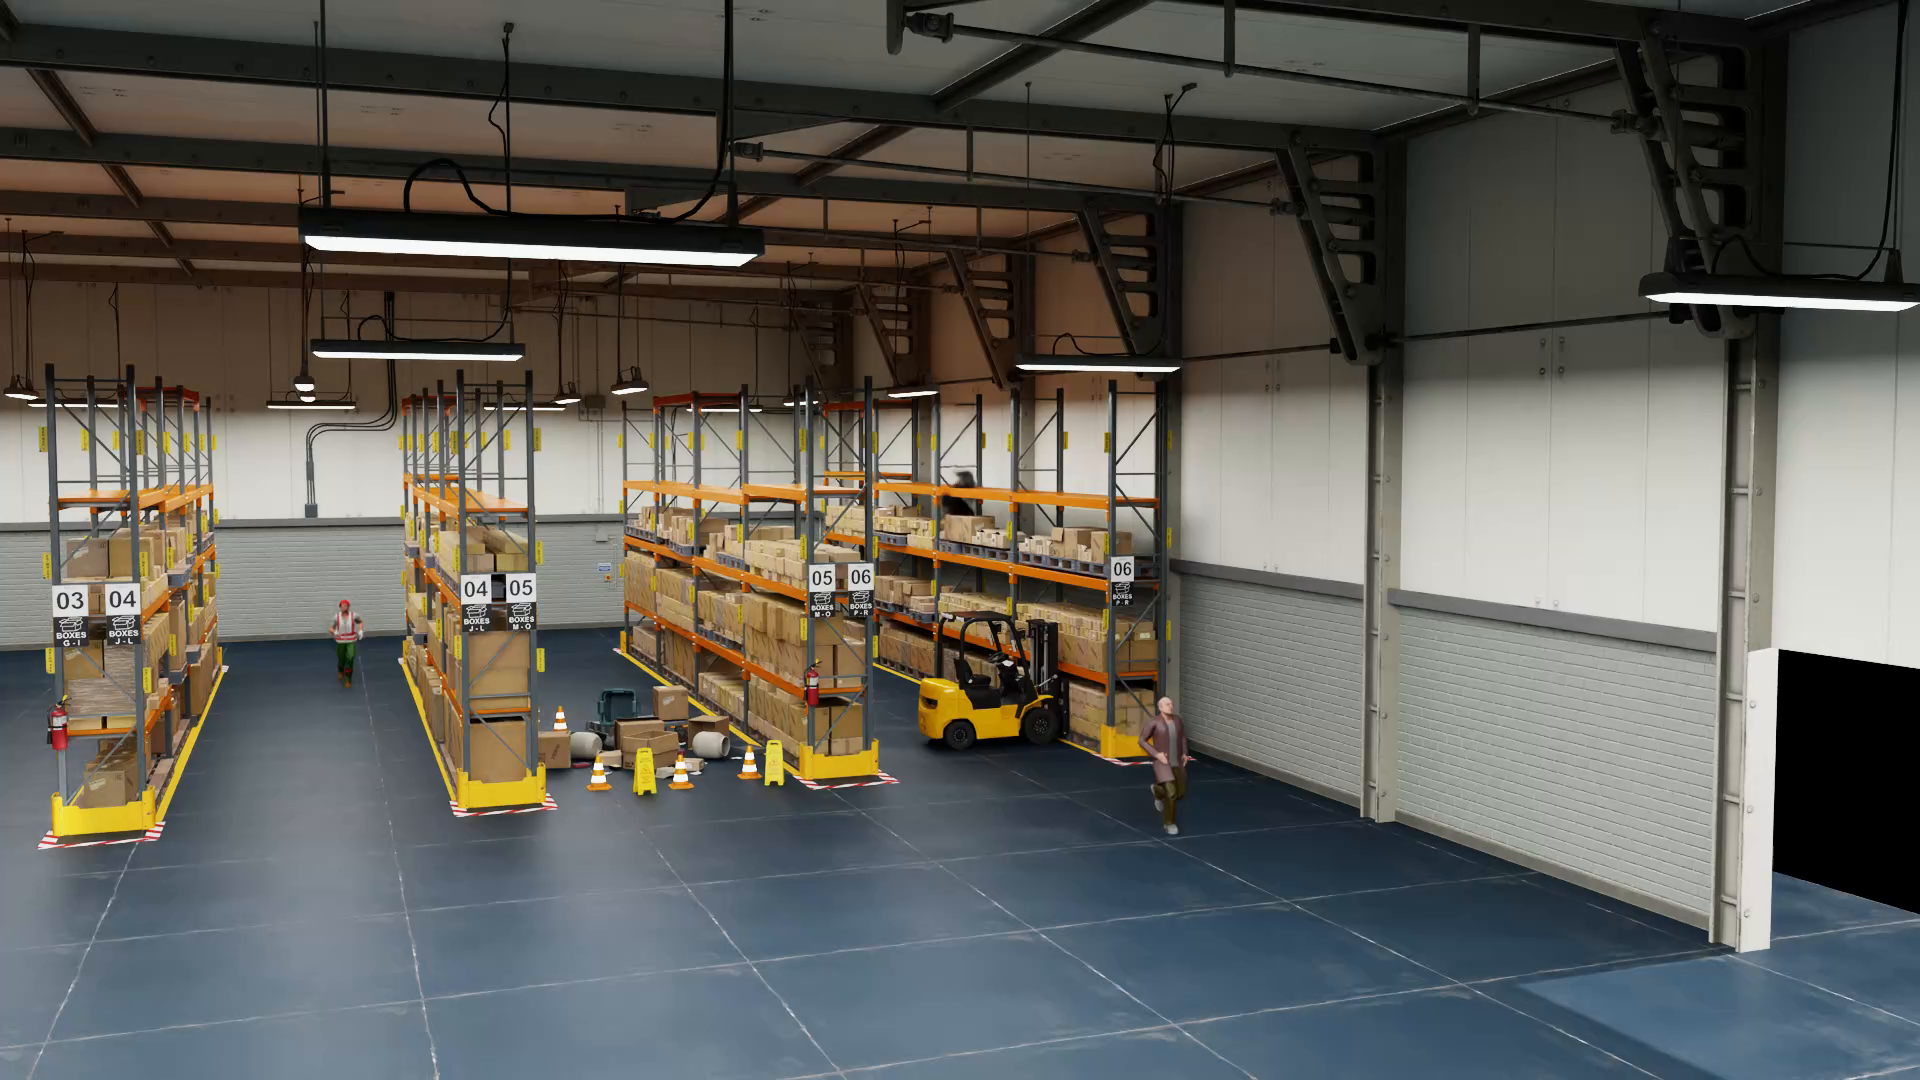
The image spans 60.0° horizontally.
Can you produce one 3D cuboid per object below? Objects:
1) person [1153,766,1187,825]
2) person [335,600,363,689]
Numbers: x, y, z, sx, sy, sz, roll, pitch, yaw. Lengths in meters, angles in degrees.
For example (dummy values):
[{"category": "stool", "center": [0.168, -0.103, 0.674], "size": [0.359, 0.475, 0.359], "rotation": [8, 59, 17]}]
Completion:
[{"category": "person", "center": [2.658, 3.206, 21.532], "size": [0.393, 0.939, 0.601], "rotation": [-2, 4, -31]}, {"category": "person", "center": [-12.562, 2.110, 34.206], "size": [0.530, 1.788, 0.988], "rotation": [-1, 3, -17]}]
